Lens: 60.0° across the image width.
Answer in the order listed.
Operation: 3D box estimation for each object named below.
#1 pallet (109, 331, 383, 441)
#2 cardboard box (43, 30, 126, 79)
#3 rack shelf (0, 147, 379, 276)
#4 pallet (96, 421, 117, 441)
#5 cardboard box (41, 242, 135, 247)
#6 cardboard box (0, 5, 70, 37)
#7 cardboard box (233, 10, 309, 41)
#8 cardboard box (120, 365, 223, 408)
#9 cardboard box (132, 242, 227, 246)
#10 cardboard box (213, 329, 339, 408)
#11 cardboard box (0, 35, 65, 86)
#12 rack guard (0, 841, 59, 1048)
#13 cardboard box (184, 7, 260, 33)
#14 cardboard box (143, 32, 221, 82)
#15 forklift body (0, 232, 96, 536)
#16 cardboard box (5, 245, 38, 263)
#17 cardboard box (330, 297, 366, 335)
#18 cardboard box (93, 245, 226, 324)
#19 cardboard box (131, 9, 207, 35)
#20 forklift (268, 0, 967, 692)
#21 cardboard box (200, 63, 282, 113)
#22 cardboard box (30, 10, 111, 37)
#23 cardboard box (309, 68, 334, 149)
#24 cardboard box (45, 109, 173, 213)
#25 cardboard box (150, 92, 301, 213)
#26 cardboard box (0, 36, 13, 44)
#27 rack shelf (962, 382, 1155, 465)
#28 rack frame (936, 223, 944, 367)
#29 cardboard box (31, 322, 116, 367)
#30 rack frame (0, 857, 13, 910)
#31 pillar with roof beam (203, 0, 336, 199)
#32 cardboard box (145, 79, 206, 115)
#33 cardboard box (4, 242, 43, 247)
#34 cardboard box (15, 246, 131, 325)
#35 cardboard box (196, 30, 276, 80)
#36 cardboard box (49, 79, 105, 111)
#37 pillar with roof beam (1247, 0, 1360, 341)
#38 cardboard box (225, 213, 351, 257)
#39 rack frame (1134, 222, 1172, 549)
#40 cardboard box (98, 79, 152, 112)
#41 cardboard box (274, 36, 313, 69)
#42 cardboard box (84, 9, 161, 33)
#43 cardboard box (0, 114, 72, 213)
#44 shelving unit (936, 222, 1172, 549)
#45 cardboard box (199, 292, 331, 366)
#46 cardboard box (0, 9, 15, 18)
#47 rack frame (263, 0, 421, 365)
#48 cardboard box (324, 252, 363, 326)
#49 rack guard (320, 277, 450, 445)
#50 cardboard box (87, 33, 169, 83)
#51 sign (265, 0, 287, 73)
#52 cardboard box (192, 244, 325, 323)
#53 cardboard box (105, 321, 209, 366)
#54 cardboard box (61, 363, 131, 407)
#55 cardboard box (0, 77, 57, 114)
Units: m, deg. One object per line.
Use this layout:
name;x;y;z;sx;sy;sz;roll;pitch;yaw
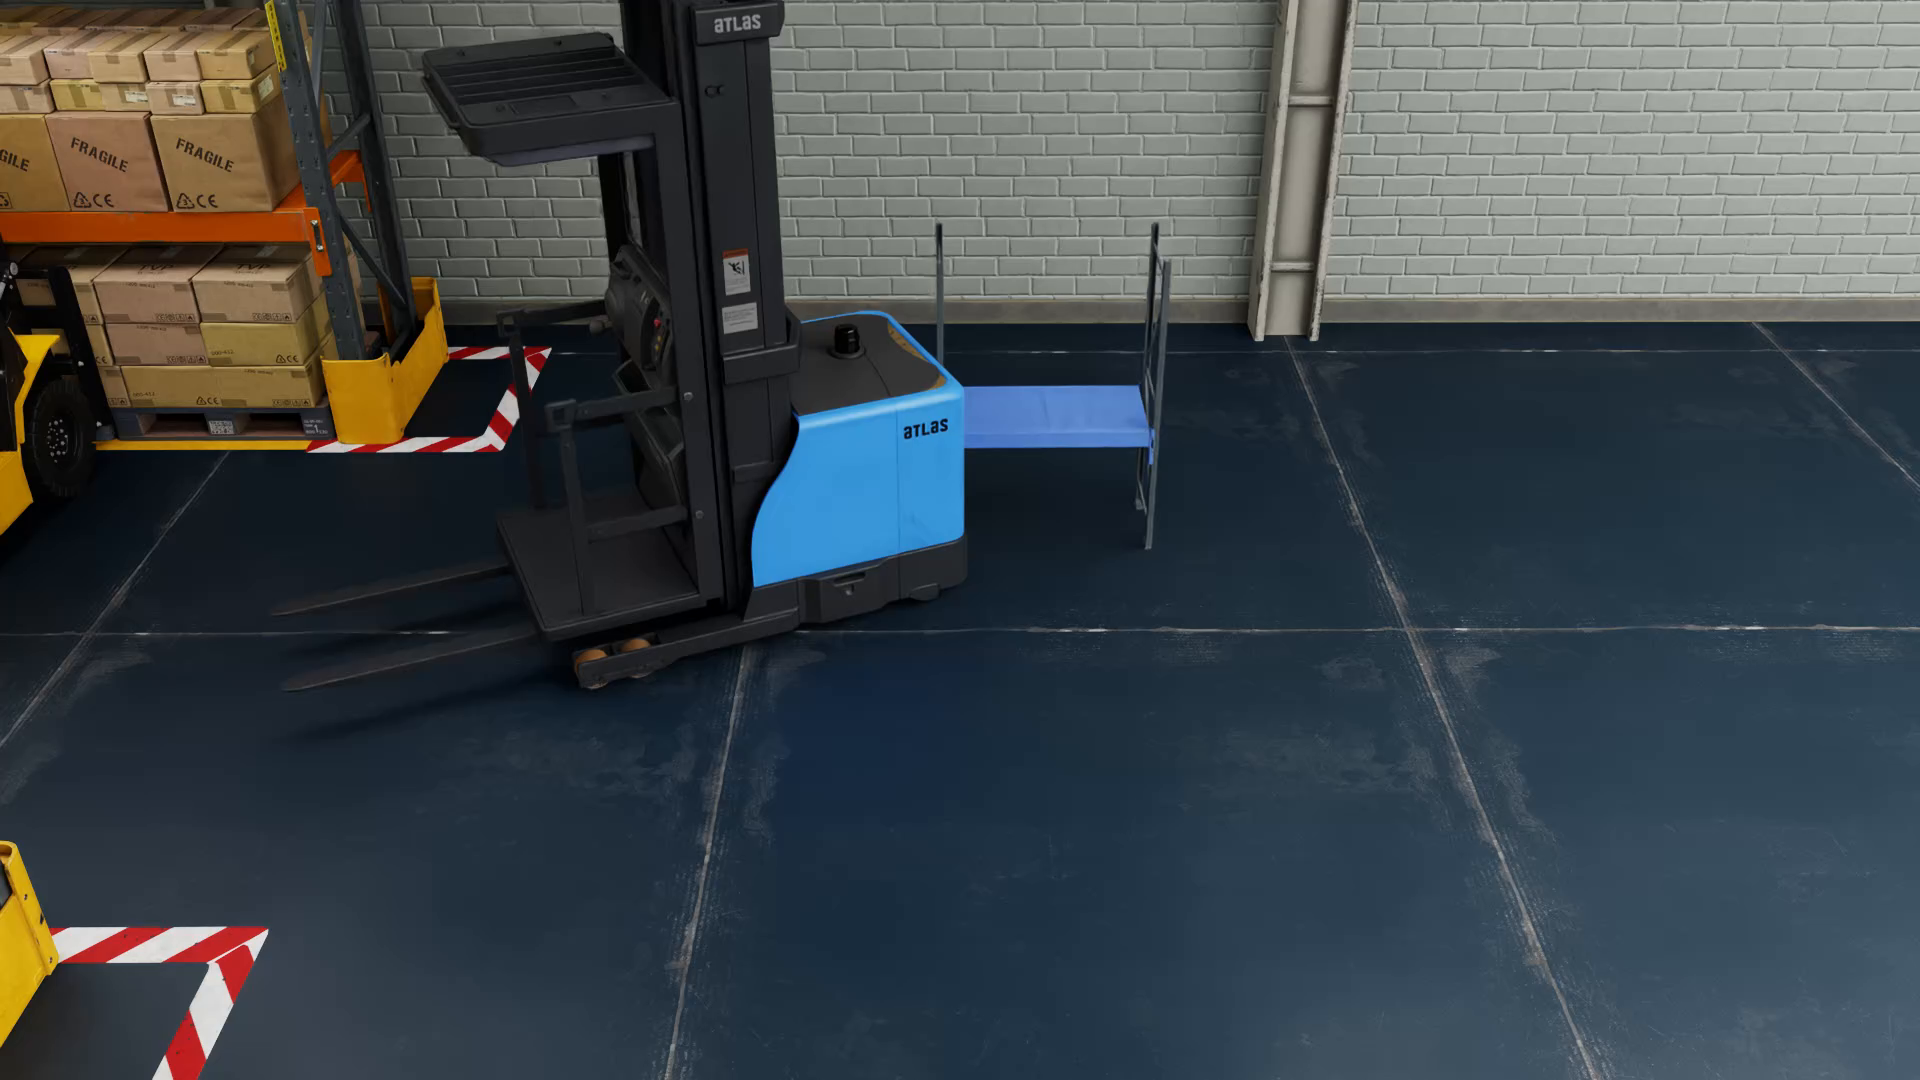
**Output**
pallet;-4.047;-0.893;9.519;1.213;0.211;1.003;0;31;0
cardboard box;-4.396;-2.453;8.392;0.250;0.149;0.380;0;31;0
rack shelf;-5.282;-1.796;9.012;4.000;0.370;1.077;0;31;0
pallet;-5.264;-0.891;9.515;1.213;0.211;1.003;0;31;0
cardboard box;-4.764;-1.638;9.341;0.500;0.250;0.500;0;31;-1
cardboard box;-4.919;-2.719;8.831;0.250;0.149;0.380;-1;31;-1
cardboard box;-3.619;-2.667;8.745;0.250;0.149;0.380;-1;31;-1
cardboard box;-4.247;-0.952;9.173;0.500;0.250;0.500;0;31;0
cardboard box;-4.264;-1.634;9.334;0.500;0.250;0.500;0;31;0
cardboard box;-3.750;-0.948;9.167;0.500;0.250;0.500;0;31;0
cardboard box;-4.656;-2.394;8.296;0.250;0.149;0.380;1;31;1
rack guard;-3.324;1.534;5.240;0.348;0.500;1.175;0;31;0
cardboard box;-3.886;-2.698;8.797;0.250;0.149;0.380;1;31;1
cardboard box;-3.886;-2.430;8.354;0.250;0.149;0.380;0;31;0
forklift body;-5.167;-0.795;7.486;1.214;2.155;2.313;0;31;0
cardboard box;-5.263;-1.369;8.896;0.500;0.250;0.500;-1;31;-1
cardboard box;-3.774;-1.214;9.604;0.500;0.250;0.500;0;31;0
cardboard box;-4.251;-1.373;8.904;0.500;0.250;0.500;0;31;1
cardboard box;-4.145;-2.675;8.759;0.250;0.149;0.380;0;31;1
forklift;-1.529;-0.923;6.946;3.031;2.935;1.130;-13;34;-21
cardboard box;-3.627;-2.283;8.400;0.250;0.149;0.380;0;31;0
cardboard box;-4.656;-2.668;8.748;0.250;0.149;0.380;1;31;1
cardboard box;-3.779;-2.295;9.044;0.500;0.500;0.500;1;31;1
cardboard box;-4.292;-2.018;8.588;0.500;0.500;0.500;1;31;1
cardboard box;-3.773;-2.015;8.582;0.500;0.500;0.500;-1;31;-1
cardboard box;-4.915;-2.391;8.290;0.250;0.149;0.380;0;31;1
rack shelf;0.414;-0.568;8.086;1.000;0.185;0.538;0;31;-1
rack frame;-0.094;-0.717;7.986;0.032;1.500;0.500;0;31;-1
cardboard box;-4.785;-1.155;9.026;0.500;0.250;0.500;-1;31;-1
rack frame;-3.248;0.465;4.592;0.127;3.000;1.000;0;31;0
pillar with roof beam;-3.958;-2.907;4.366;0.400;9.000;9.100;0;31;0
cardboard box;-3.883;-2.267;8.373;0.250;0.149;0.380;0;31;0
cardboard box;-5.276;-1.640;9.344;0.500;0.250;0.500;-1;31;-1
cardboard box;-4.756;-1.367;8.893;0.500;0.250;0.500;0;31;0
cardboard box;-3.639;-2.447;8.382;0.250;0.149;0.380;0;31;0
cardboard box;-4.390;-2.303;8.433;0.250;0.149;0.380;0;31;-1
pillar with roof beam;2.042;-2.926;4.397;0.400;9.000;9.100;0;31;0
cardboard box;-3.764;-1.638;9.340;0.500;0.250;0.500;-1;31;-1
rack frame;0.922;-0.726;8.000;0.032;1.500;0.500;0;31;-1
cardboard box;-4.142;-2.298;8.424;0.250;0.149;0.380;0;31;1
cardboard box;-3.623;-2.563;8.861;0.250;0.149;0.380;-1;31;-2
cardboard box;-4.393;-2.682;8.771;0.250;0.149;0.380;0;31;0
cardboard box;-4.804;-2.016;8.585;0.500;0.500;0.500;-1;31;-1
shelving unit;0.414;-0.721;7.993;1.048;1.500;0.538;0;31;-1
cardboard box;-3.767;-1.164;9.040;0.500;0.250;0.500;-1;31;-1
cardboard box;-5.166;-2.677;8.761;0.250;0.149;0.380;0;31;0
rack frame;-3.282;-2.110;8.835;0.127;3.000;1.000;0;31;0
cardboard box;-3.754;-1.434;9.485;0.500;0.250;0.500;0;31;1
rack guard;-3.258;-1.041;9.484;0.348;0.500;1.175;0;31;0
cardboard box;-4.147;-2.415;8.330;0.250;0.149;0.380;0;31;1
sign;-3.293;-2.425;8.010;0.005;0.325;0.100;0;31;0
cardboard box;-3.741;-1.378;8.911;0.500;0.250;0.500;1;31;1
cardboard box;-4.269;-1.168;9.047;0.500;0.250;0.500;0;31;-1
cardboard box;-4.748;-0.955;9.178;0.500;0.250;0.500;0;31;0
cardboard box;-4.657;-2.278;8.391;0.250;0.149;0.380;-1;31;-2
